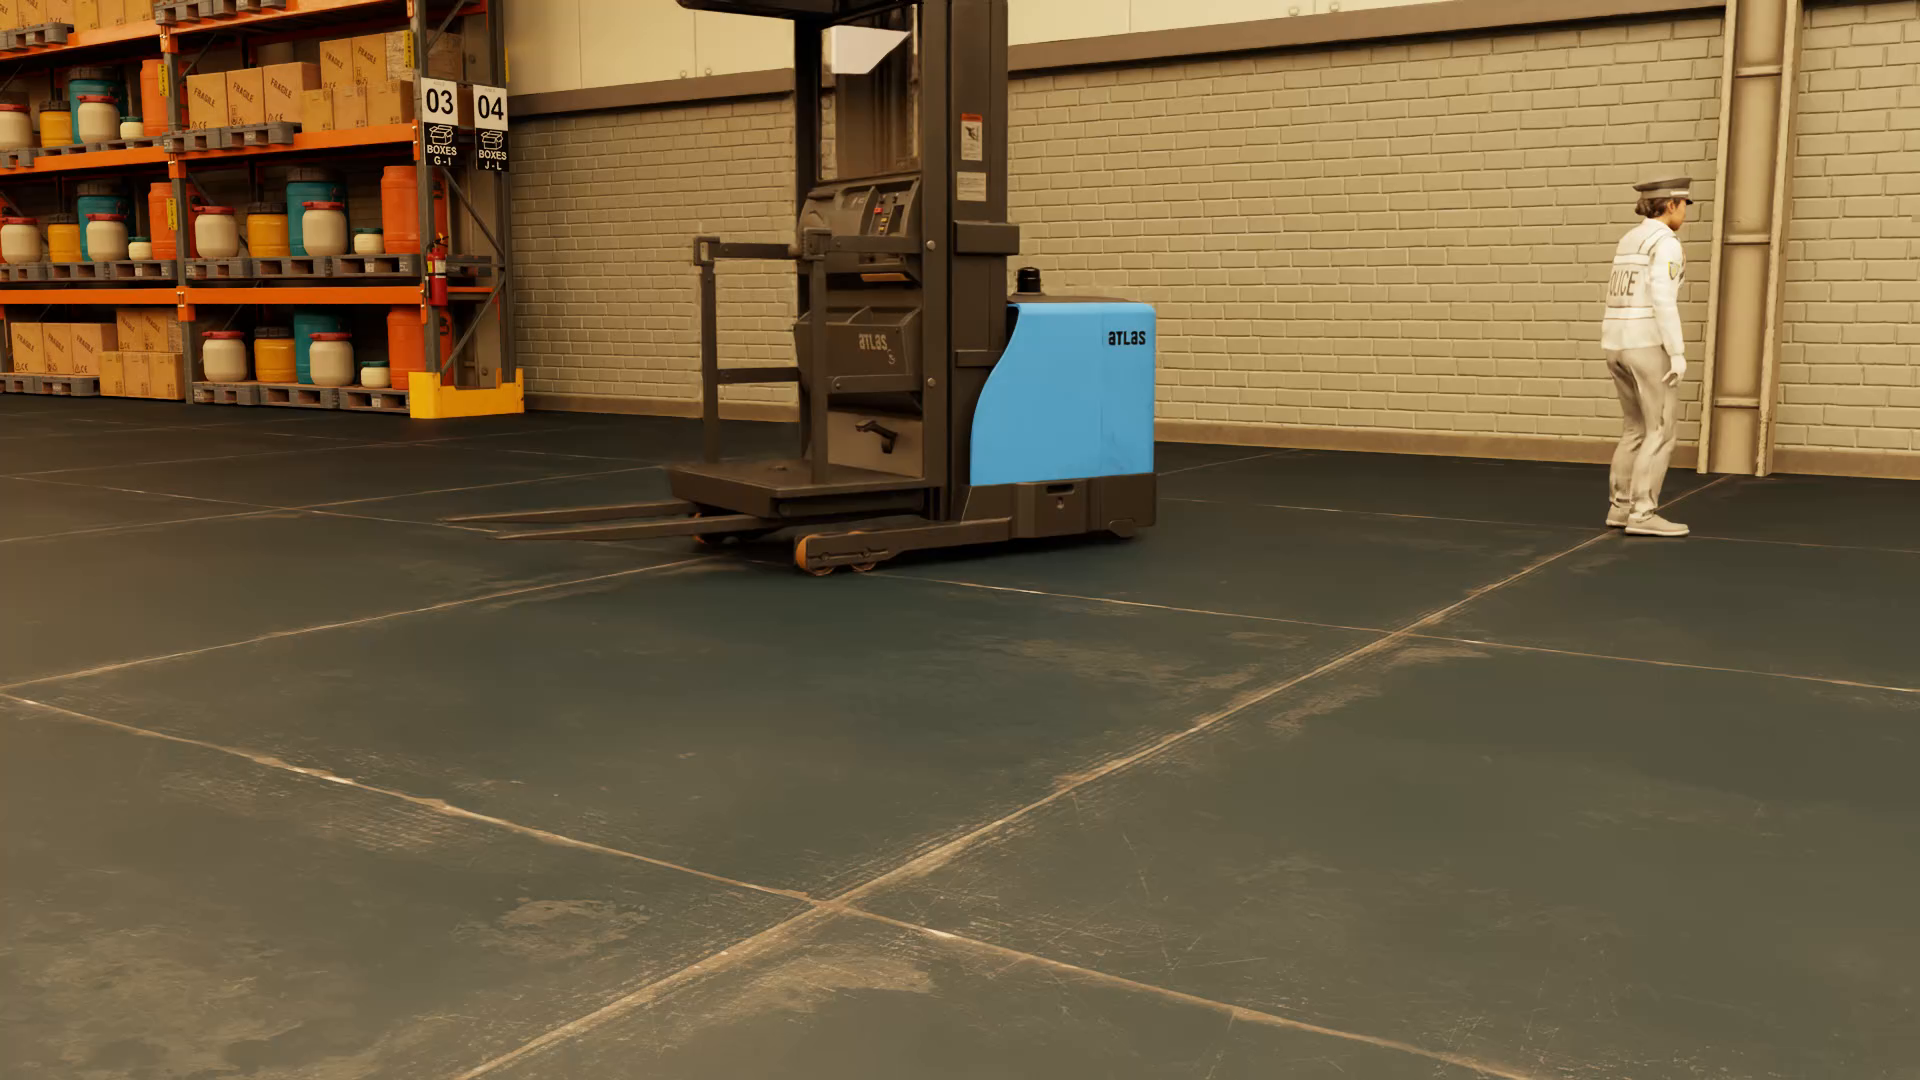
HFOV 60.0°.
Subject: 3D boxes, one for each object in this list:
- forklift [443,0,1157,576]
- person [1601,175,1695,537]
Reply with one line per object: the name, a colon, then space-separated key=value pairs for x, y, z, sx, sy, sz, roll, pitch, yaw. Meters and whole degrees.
forklift: x=-0.611 y=-1.394 z=6.992 sx=3.031 sy=2.935 sz=1.130 roll=-5 pitch=10 yaw=-33
person: x=3.222 y=-0.862 z=7.793 sx=0.380 sy=1.667 sz=0.534 roll=-1 pitch=8 yaw=-5
